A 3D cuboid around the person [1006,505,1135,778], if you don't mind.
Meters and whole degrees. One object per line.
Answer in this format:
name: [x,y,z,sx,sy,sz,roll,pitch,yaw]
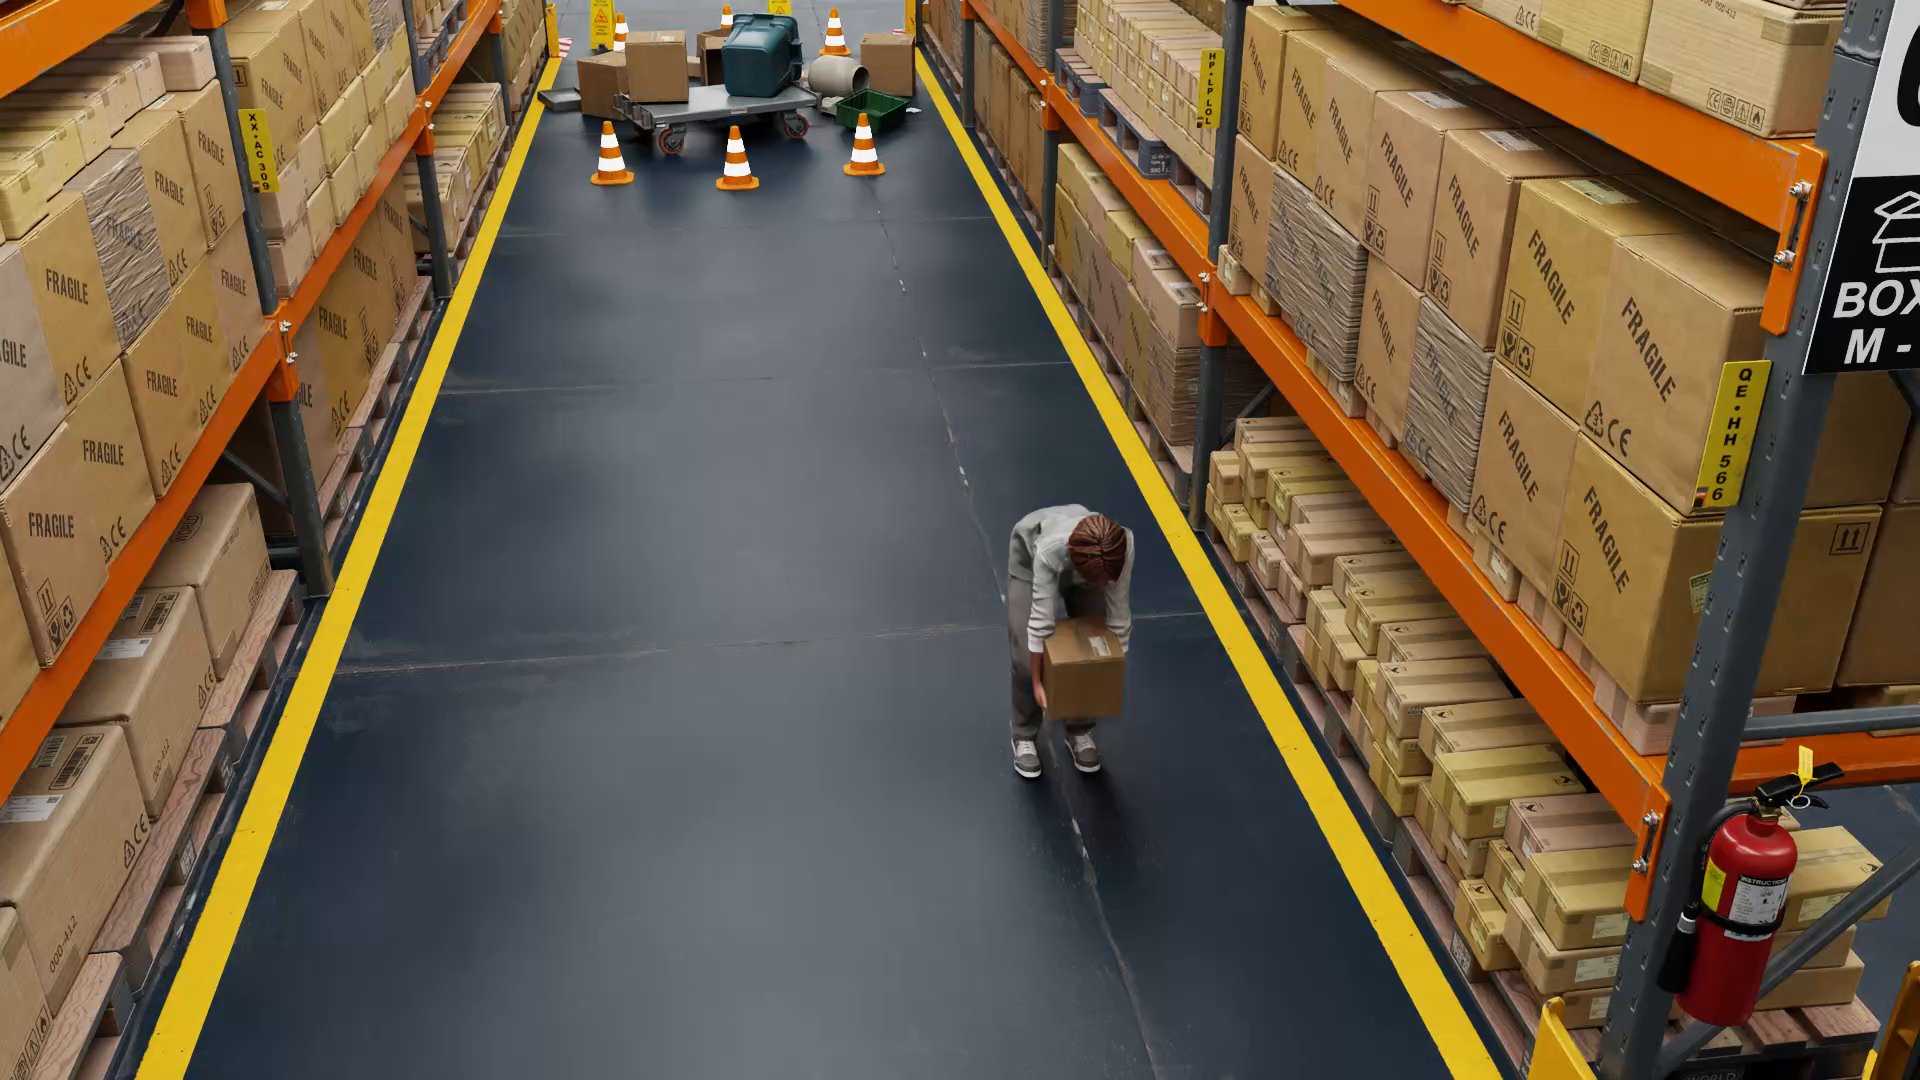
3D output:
person: [0.388,0.359,5.825,0.380,1.248,0.810,-5,28,-9]
